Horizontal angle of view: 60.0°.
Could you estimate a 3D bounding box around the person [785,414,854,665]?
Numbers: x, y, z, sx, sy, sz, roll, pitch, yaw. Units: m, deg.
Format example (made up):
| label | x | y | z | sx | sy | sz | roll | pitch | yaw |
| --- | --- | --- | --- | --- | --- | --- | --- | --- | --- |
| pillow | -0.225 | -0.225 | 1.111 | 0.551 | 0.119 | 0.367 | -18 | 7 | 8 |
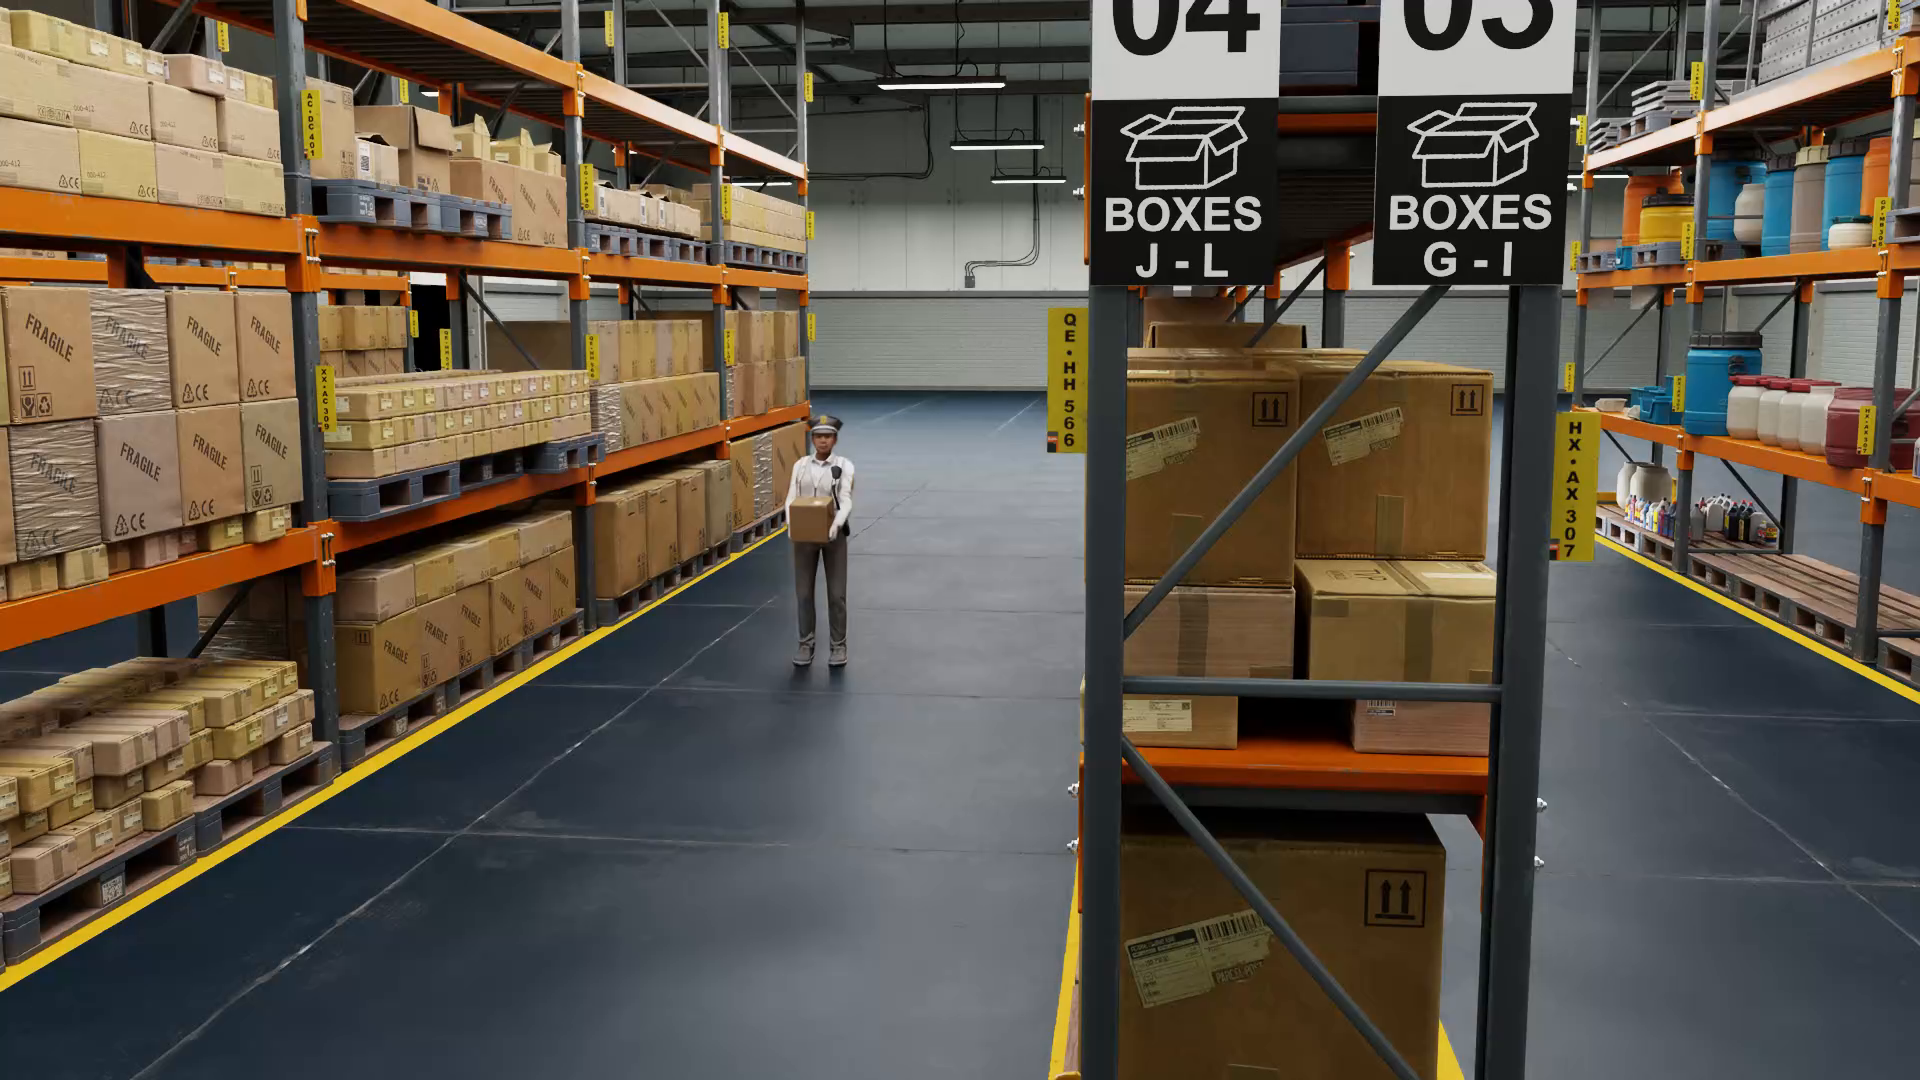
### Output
| label | x | y | z | sx | sy | sz | roll | pitch | yaw |
| --- | --- | --- | --- | --- | --- | --- | --- | --- | --- |
| person | -0.947 | 0.002 | 11.187 | 0.459 | 1.686 | 0.556 | 1 | 8 | 7 |
